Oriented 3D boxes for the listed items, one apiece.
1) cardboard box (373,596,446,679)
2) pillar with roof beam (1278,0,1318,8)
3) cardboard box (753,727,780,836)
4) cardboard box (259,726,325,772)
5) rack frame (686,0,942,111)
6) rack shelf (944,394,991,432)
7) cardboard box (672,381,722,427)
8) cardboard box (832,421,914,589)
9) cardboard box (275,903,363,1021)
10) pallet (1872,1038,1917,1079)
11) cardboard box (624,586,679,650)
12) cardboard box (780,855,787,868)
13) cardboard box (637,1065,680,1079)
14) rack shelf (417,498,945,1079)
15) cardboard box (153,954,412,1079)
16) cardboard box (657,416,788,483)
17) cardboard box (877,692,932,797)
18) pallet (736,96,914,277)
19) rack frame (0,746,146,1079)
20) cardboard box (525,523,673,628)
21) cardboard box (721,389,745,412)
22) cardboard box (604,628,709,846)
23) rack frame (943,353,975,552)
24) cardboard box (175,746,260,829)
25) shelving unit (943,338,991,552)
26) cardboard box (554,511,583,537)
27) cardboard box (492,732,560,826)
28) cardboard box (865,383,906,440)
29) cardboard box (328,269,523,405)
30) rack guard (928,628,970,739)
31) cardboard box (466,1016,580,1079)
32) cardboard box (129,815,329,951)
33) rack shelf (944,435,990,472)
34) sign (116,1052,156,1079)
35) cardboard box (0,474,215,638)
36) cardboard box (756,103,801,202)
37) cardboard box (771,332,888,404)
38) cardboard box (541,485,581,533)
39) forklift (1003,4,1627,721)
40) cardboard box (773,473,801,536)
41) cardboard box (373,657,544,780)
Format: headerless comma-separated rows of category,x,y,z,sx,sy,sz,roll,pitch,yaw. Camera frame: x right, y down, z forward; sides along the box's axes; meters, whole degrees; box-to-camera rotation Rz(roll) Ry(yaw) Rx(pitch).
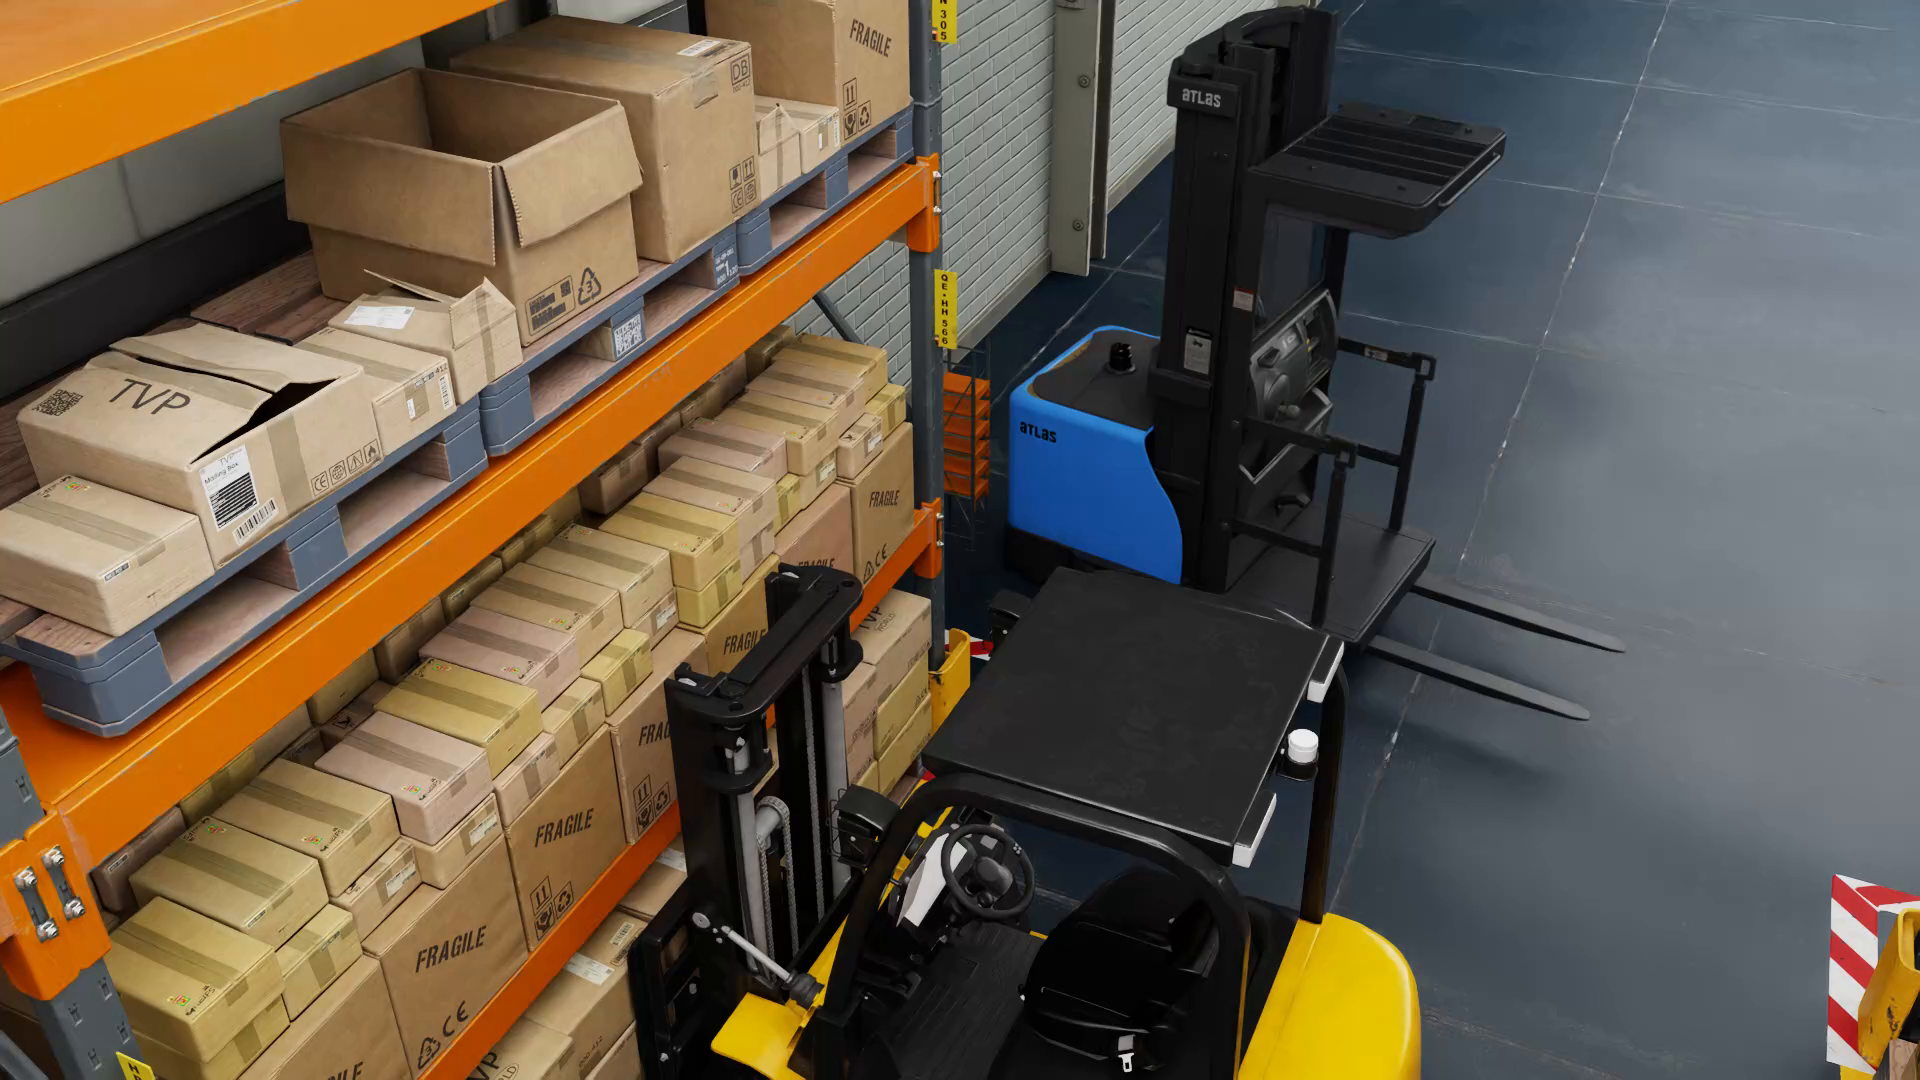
cardboard box,-1.794,0.251,5.046,0.380,0.149,0.250,14,36,20
pillar with roof beam,7.276,-7.803,12.812,9.100,9.000,0.400,14,36,20
cardboard box,-0.865,0.921,6.191,0.500,0.250,0.500,15,36,21
cardboard box,-2.052,0.614,4.763,0.380,0.149,0.250,14,36,21
rack frame,-0.545,-2.954,5.417,1.000,3.000,0.127,14,36,20
rack shelf,0.006,-0.673,8.693,0.258,0.103,0.180,14,36,20
cardboard box,-1.117,-0.507,6.202,0.380,0.149,0.250,15,36,21
cardboard box,-0.512,-0.182,6.569,0.500,0.500,0.500,13,36,19
cardboard box,-1.739,1.006,4.166,0.380,0.149,0.250,15,36,22
pallet,3.561,2.292,5.430,1.003,0.211,1.213,14,36,20
cardboard box,-1.136,0.227,5.354,0.380,0.149,0.250,14,36,20
cardboard box,-0.881,1.143,6.308,0.500,0.250,0.500,13,36,19
cardboard box,-1.316,1.840,5.701,0.500,0.250,0.500,15,36,21
rack shelf,-1.382,0.852,5.740,1.077,0.370,4.000,14,36,20
cardboard box,-1.796,1.344,4.242,0.500,0.500,0.500,13,35,19
cardboard box,-0.835,-0.282,5.860,0.380,0.149,0.250,14,36,21
cardboard box,-0.455,0.836,7.233,0.500,0.250,0.500,14,36,21
pallet,-0.864,-1.316,5.736,1.003,0.211,1.213,14,36,20
rack frame,-2.219,1.547,4.024,1.000,3.000,0.127,14,36,20
cardboard box,-1.140,0.109,5.262,0.380,0.149,0.250,15,36,21
cardboard box,-0.968,-0.511,6.480,0.380,0.149,0.250,14,36,20
cardboard box,-1.152,0.583,5.403,0.500,0.500,0.500,14,36,21
rack frame,-0.032,-0.463,8.731,0.240,1.200,0.006,14,36,20
cardboard box,-2.118,0.631,4.467,0.380,0.149,0.250,14,36,20
shelving unit,0.006,-0.509,8.800,0.258,1.200,0.189,14,36,20
cardboard box,-1.525,-0.025,5.738,0.380,0.149,0.250,15,36,22
cardboard box,-1.374,0.634,4.734,0.380,0.149,0.250,14,36,20
cardboard box,-0.436,-0.521,6.495,0.380,0.149,0.250,15,36,21
cardboard box,-1.322,-0.538,4.117,0.396,0.266,0.258,13,36,19
rack guard,-0.535,0.588,7.766,1.175,0.500,0.348,14,36,20
cardboard box,-1.508,1.682,5.031,0.500,0.250,0.500,14,36,21
cardboard box,-1.804,0.864,4.112,0.380,0.149,0.250,15,36,21
rack shelf,0.006,-0.472,8.825,0.258,0.103,0.180,14,36,20
sign,-1.722,1.216,3.545,0.100,0.325,0.005,14,36,20
cardboard box,-1.755,0.026,3.362,0.380,0.149,0.250,15,36,21
cardboard box,-0.722,-1.252,5.205,0.396,0.266,0.258,14,36,21
cardboard box,-0.504,-0.656,6.429,0.380,0.149,0.250,14,36,21
cardboard box,-1.521,-0.142,5.646,0.380,0.149,0.250,13,36,19
forklift,1.742,-0.838,7.723,3.031,2.935,1.130,20,38,27
cardboard box,-0.794,-0.151,5.931,0.380,0.149,0.250,14,36,20
cardboard box,-1.405,0.499,4.668,0.380,0.149,0.250,14,36,20
